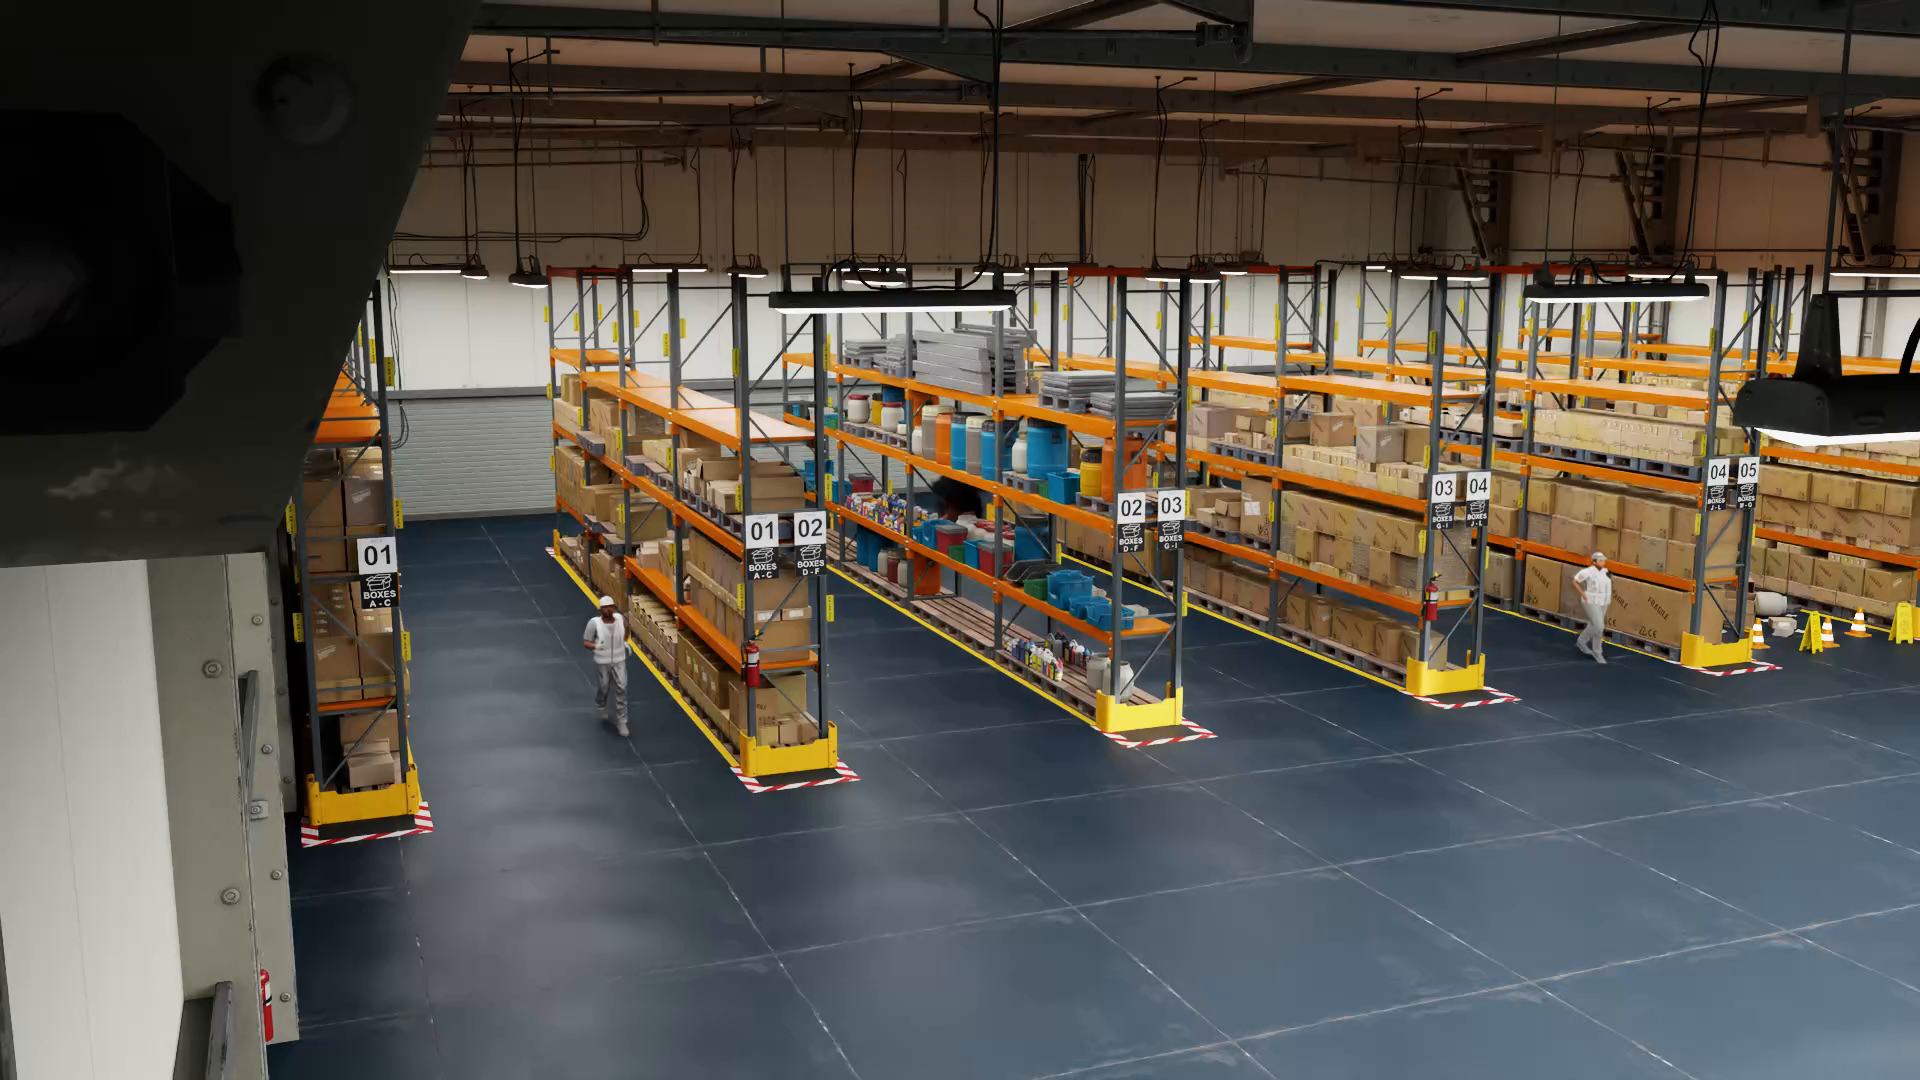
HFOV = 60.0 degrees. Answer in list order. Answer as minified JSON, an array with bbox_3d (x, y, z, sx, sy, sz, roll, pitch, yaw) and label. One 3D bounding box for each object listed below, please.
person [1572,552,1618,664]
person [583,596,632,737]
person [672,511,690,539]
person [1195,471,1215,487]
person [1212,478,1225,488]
[{"bbox_3d":[9.899,1.034,25.928,0.589,1.722,0.726,-6,11,-29],"label":"person"},{"bbox_3d":[-4.662,1.632,22.077,0.672,1.819,0.928,-5,11,-24],"label":"person"},{"bbox_3d":[-5.852,-0.522,34.803,0.658,1.802,0.756,-6,12,-32],"label":"person"},{"bbox_3d":[6.145,-1.750,41.501,0.977,1.766,0.708,3,10,15],"label":"person"},{"bbox_3d":[6.383,-1.821,41.903,0.936,1.799,0.658,-3,10,-16],"label":"person"}]
